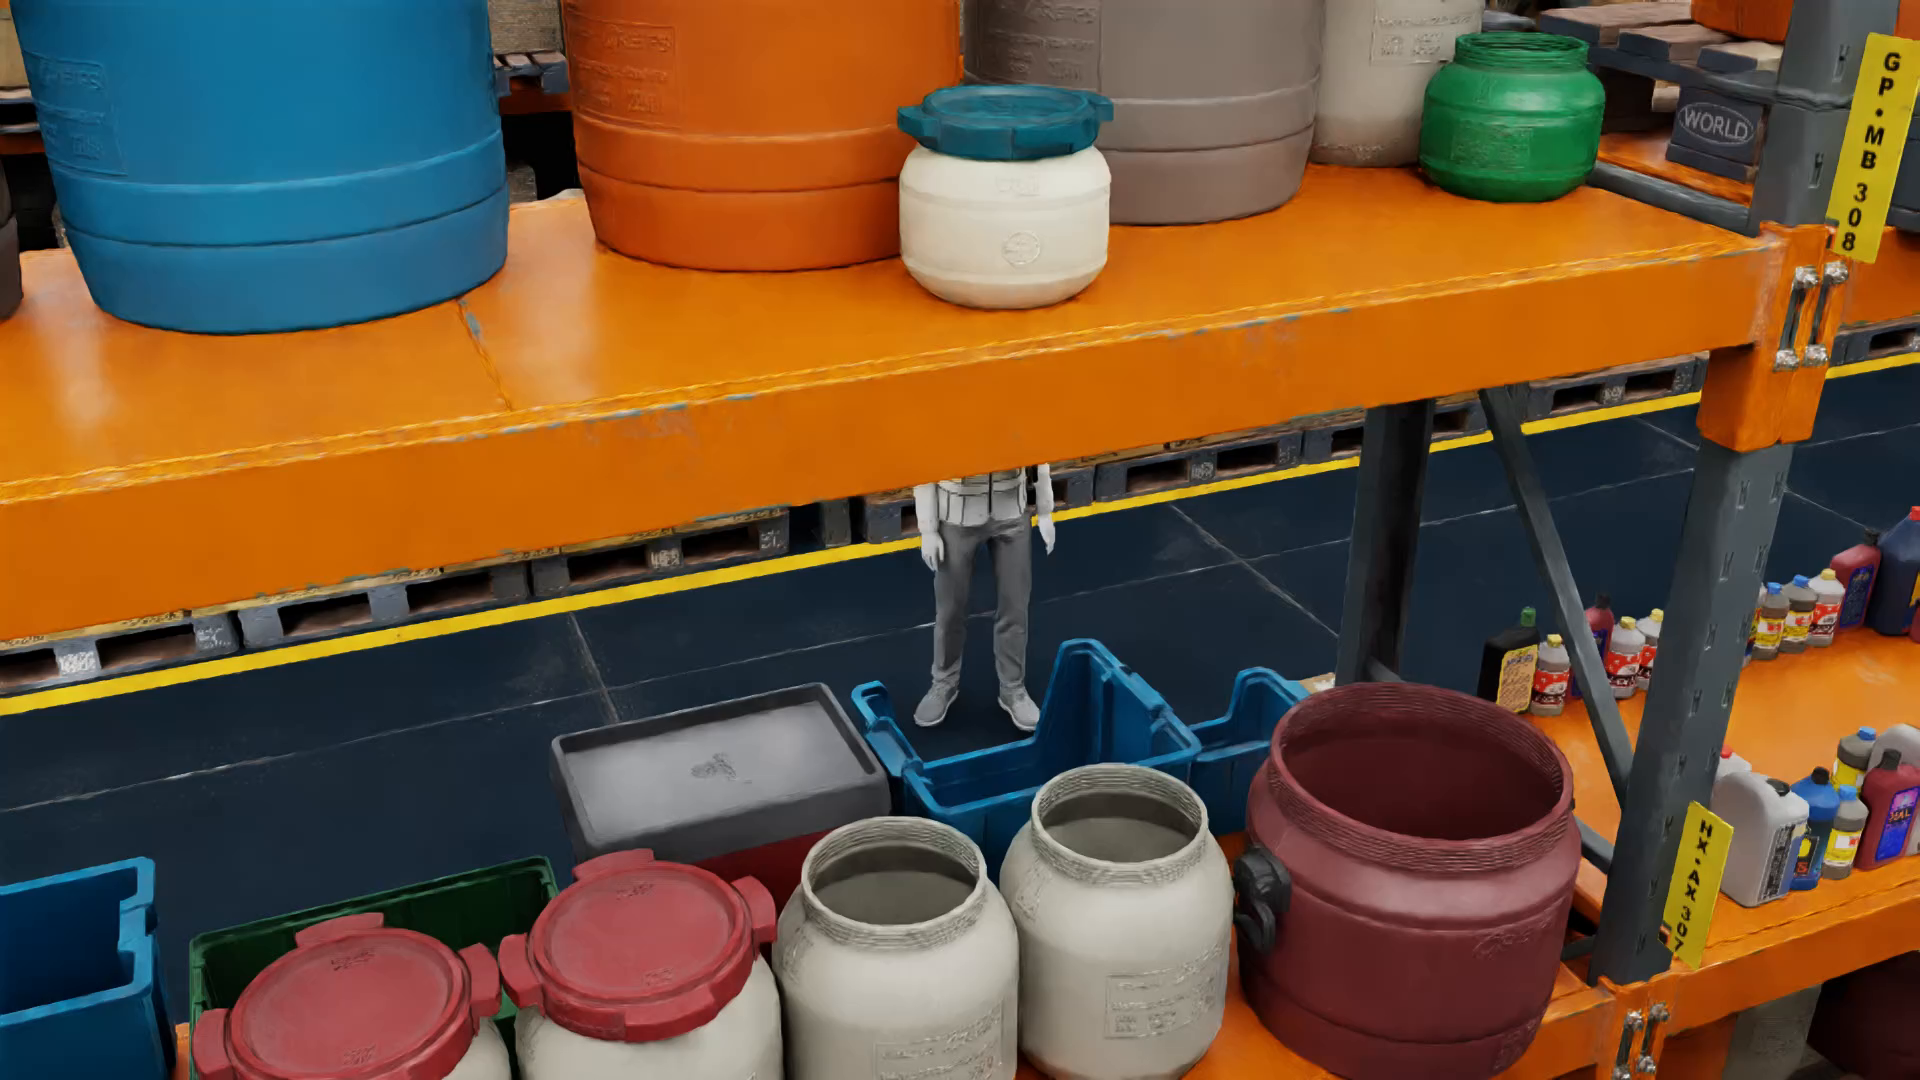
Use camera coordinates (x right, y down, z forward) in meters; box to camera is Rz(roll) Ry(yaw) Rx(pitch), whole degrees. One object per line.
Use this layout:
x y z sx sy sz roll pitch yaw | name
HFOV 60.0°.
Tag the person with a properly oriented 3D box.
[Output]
0.088 -0.065 6.172 0.543 1.680 0.402 -6 27 -12 | person
